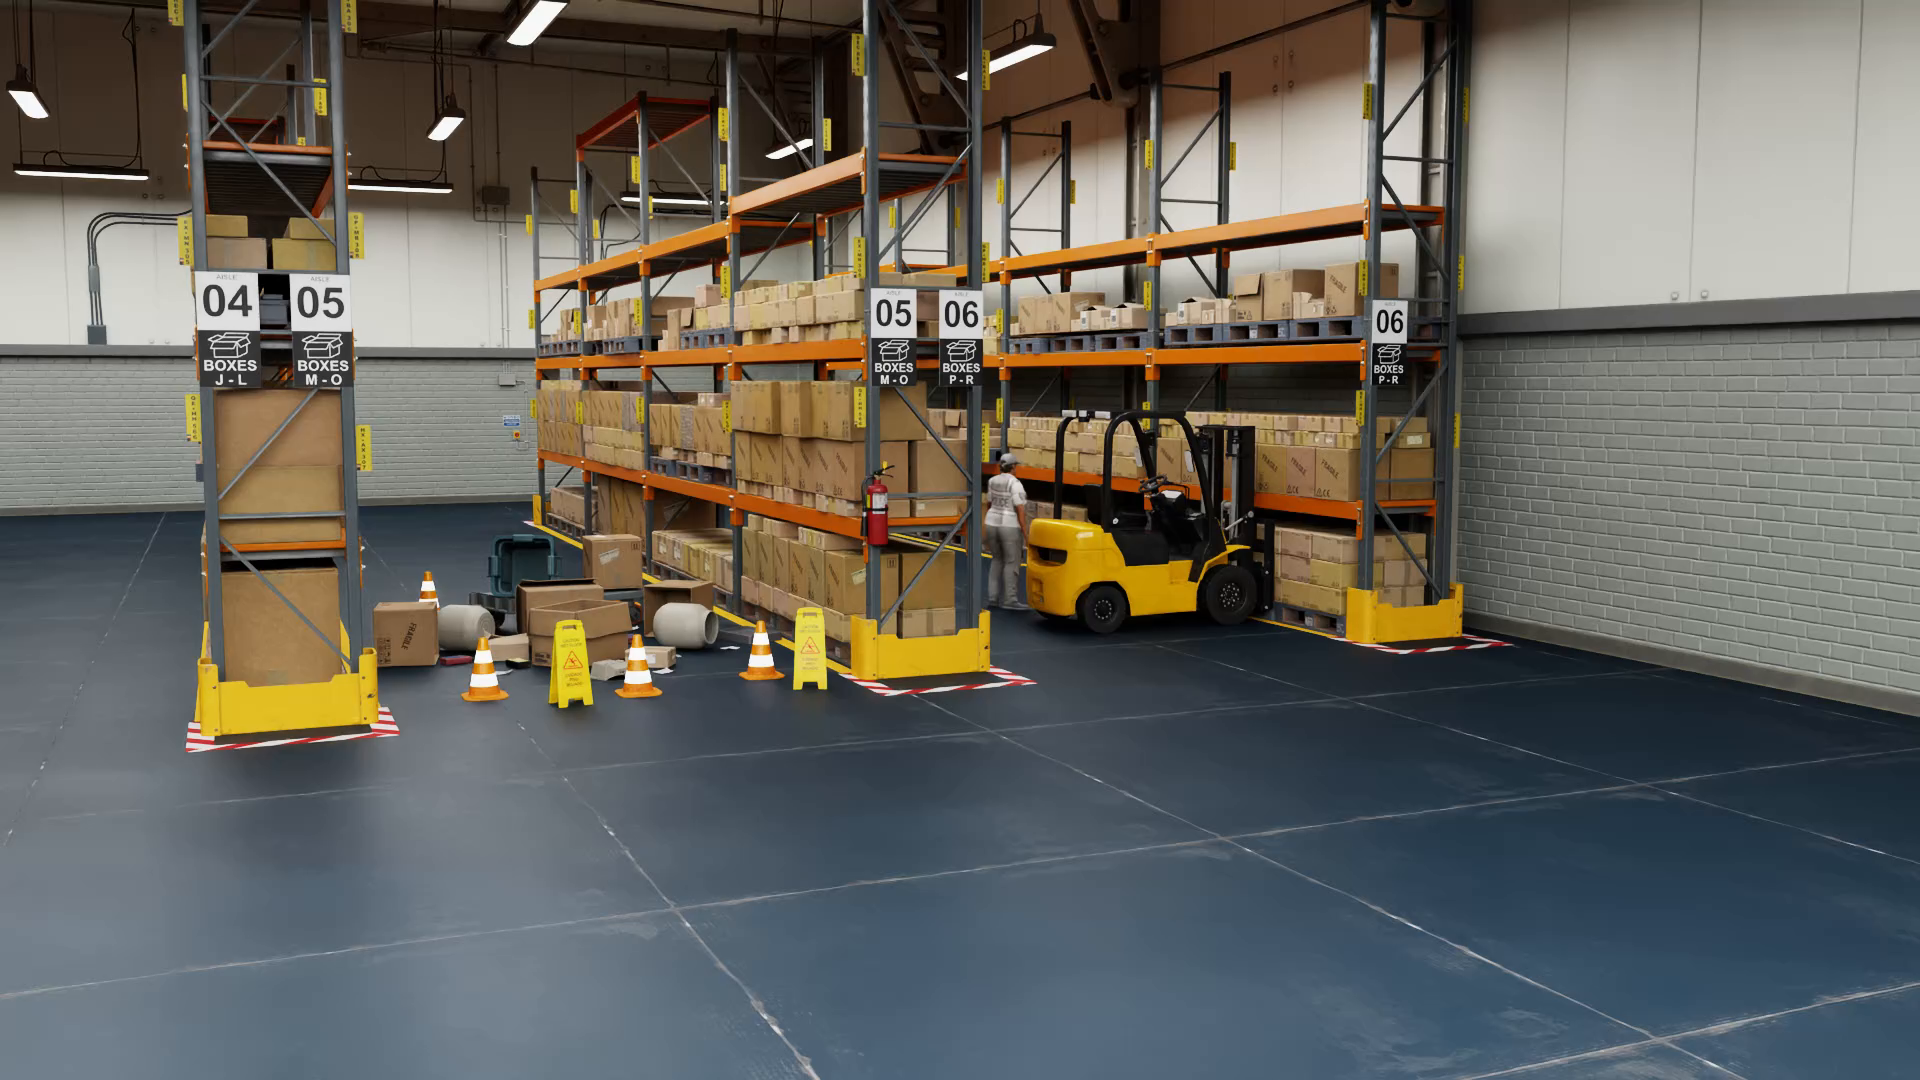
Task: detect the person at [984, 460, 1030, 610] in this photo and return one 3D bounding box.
[{"bbox_3d":[0.490,-0.062,17.896,0.406,1.675,0.617,-5,8,-43],"label":"person"}]
